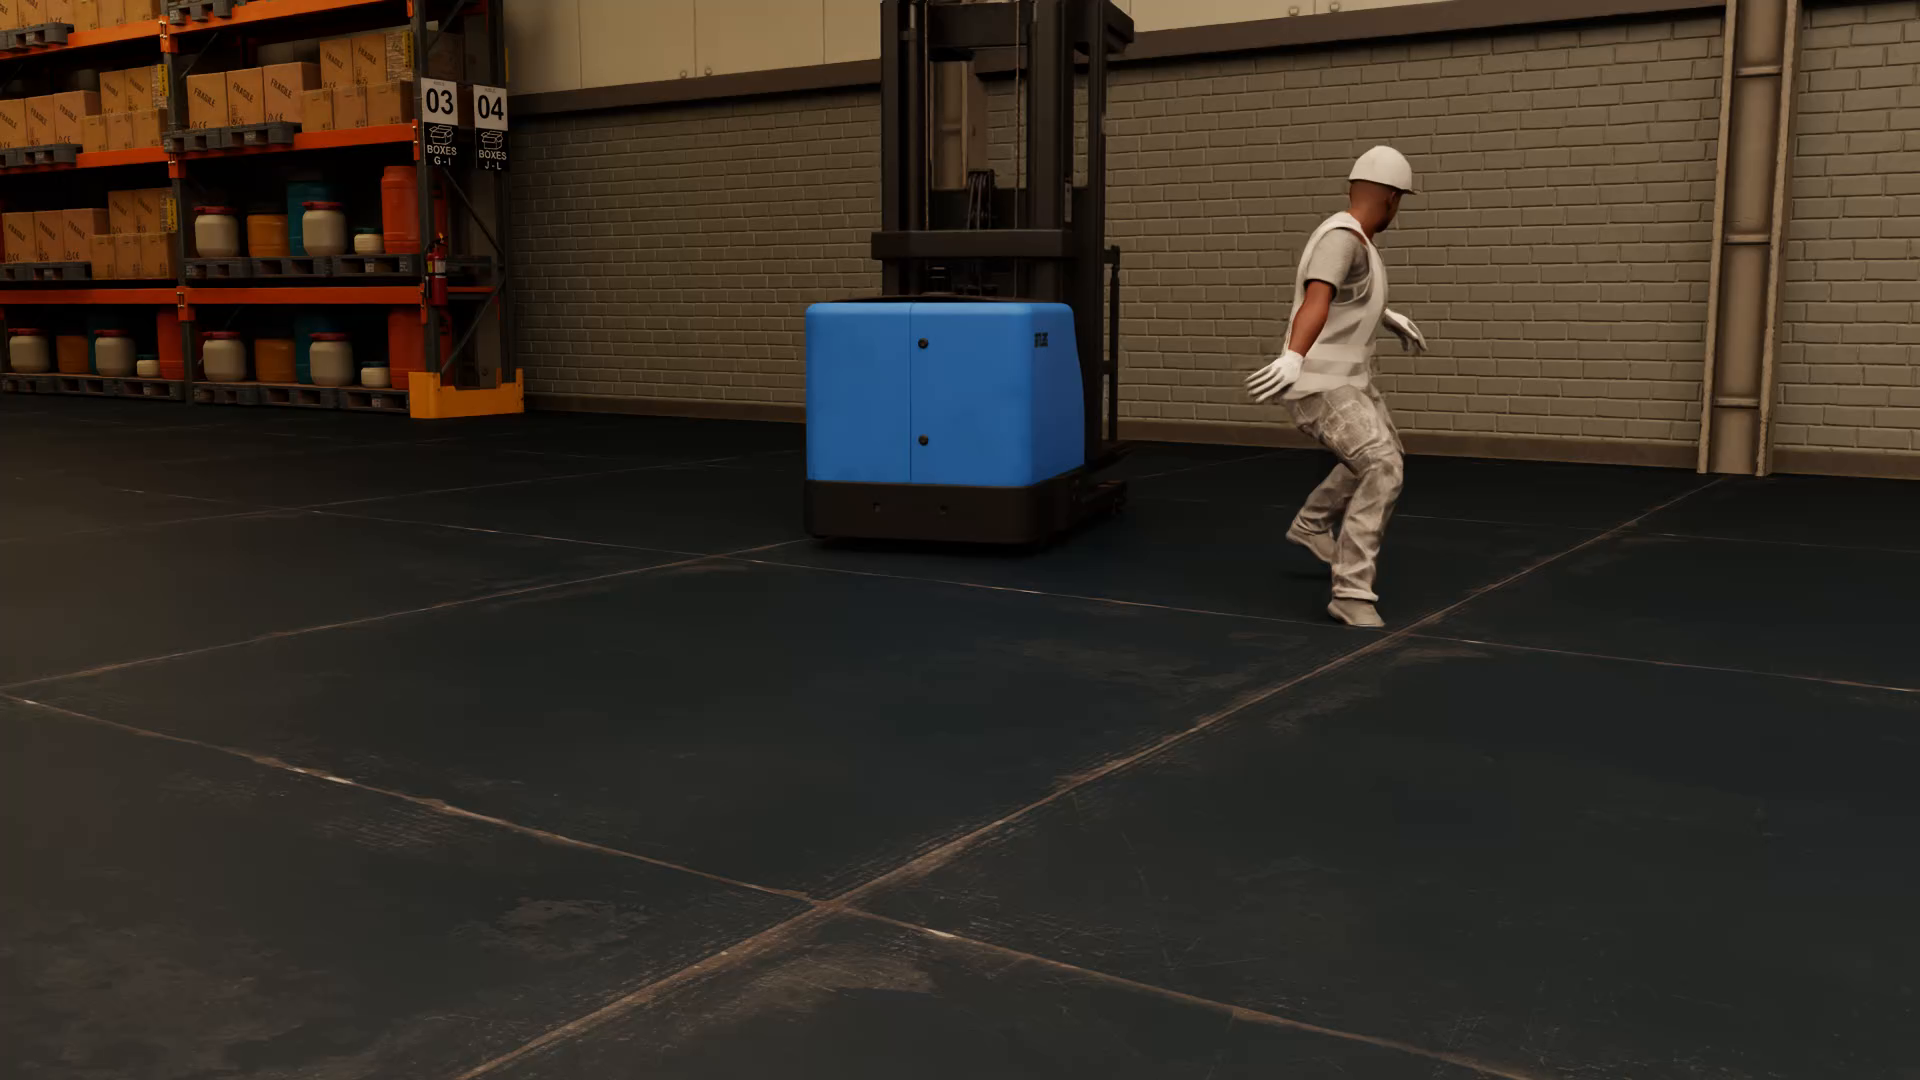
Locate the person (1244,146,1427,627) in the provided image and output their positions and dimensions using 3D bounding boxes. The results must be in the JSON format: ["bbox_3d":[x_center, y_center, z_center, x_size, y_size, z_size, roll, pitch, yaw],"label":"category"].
[{"bbox_3d":[1.356,-0.531,5.902,0.556,1.696,1.232,3,9,21],"label":"person"}]

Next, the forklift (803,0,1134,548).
[{"bbox_3d":[0.239,-1.584,8.331,1.130,2.935,3.031,3,8,17],"label":"forklift"}]
